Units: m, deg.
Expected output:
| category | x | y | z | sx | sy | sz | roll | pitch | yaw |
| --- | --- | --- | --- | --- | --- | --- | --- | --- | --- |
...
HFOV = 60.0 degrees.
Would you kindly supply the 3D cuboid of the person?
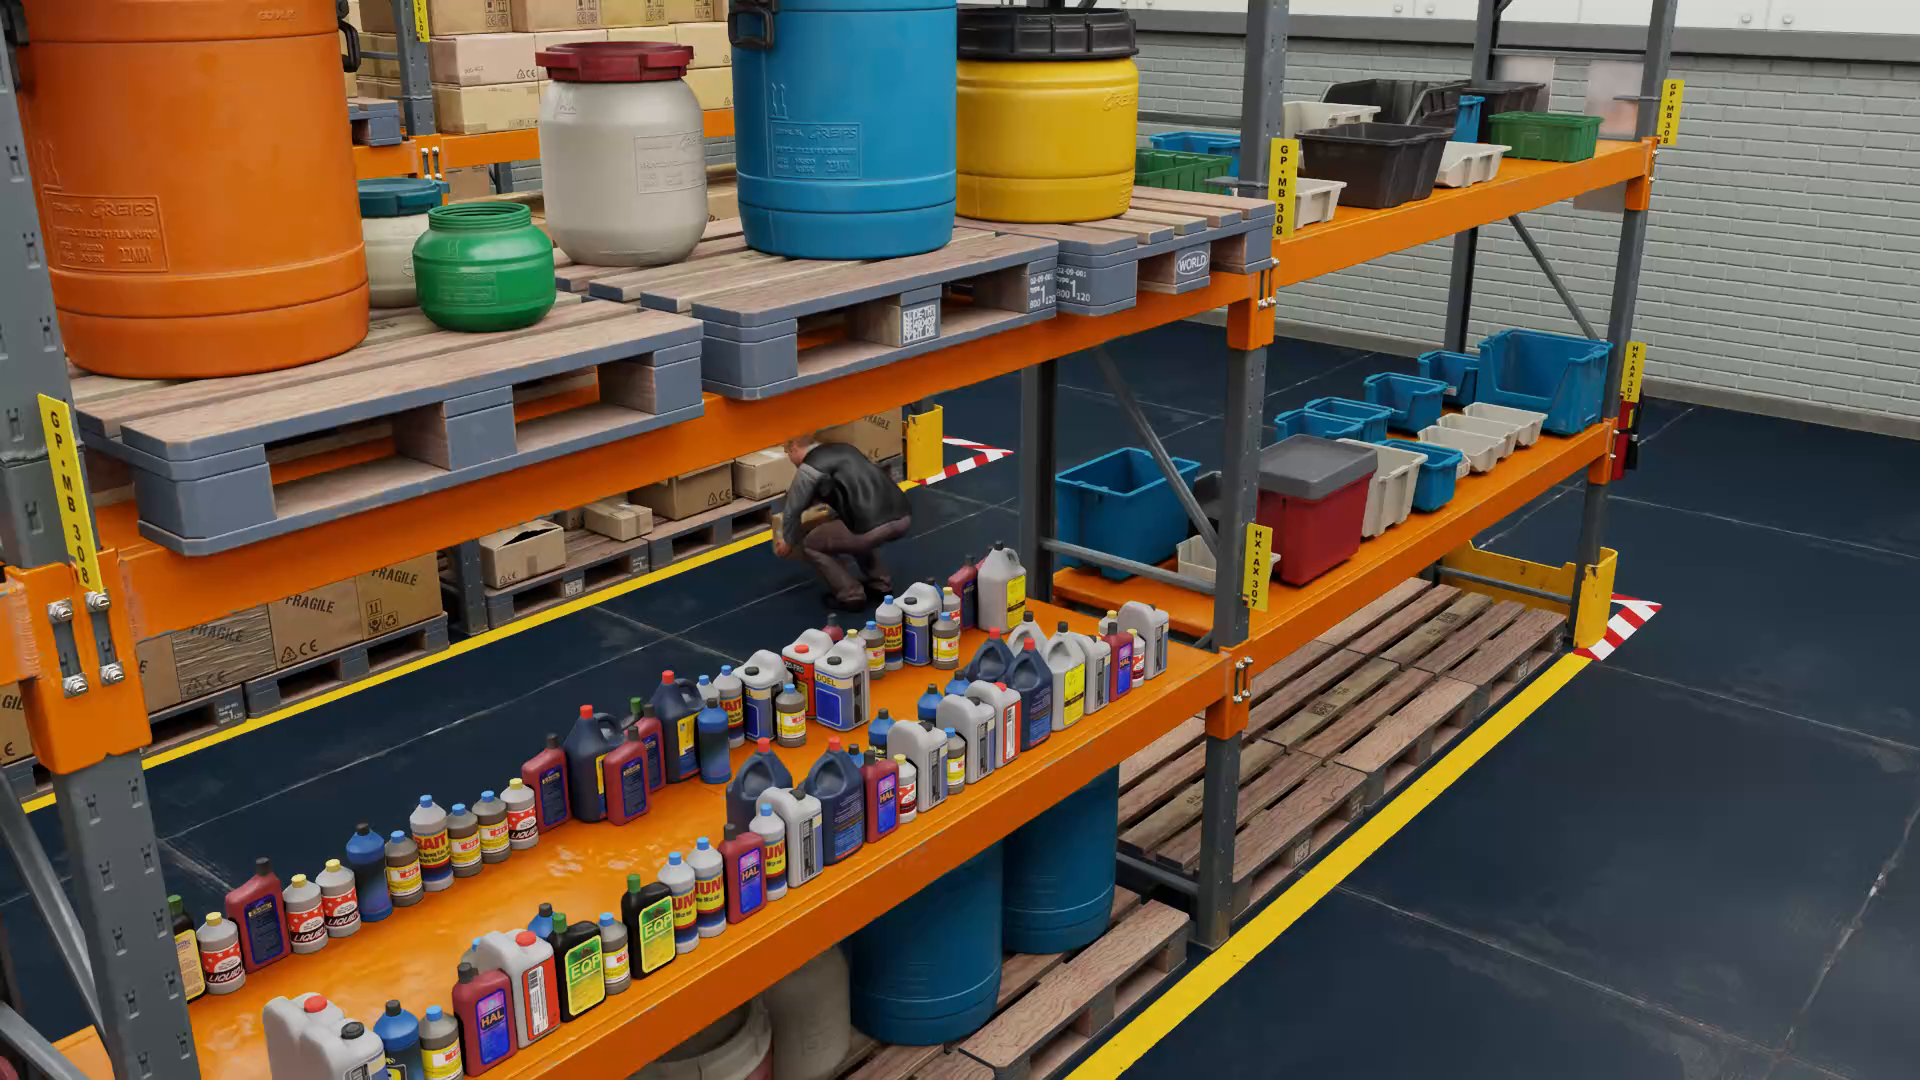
| category | x | y | z | sx | sy | sz | roll | pitch | yaw |
| --- | --- | --- | --- | --- | --- | --- | --- | --- | --- |
| person | -0.713 | -0.130 | 9.965 | 0.848 | 1.043 | 0.550 | 16 | 25 | 36 |
